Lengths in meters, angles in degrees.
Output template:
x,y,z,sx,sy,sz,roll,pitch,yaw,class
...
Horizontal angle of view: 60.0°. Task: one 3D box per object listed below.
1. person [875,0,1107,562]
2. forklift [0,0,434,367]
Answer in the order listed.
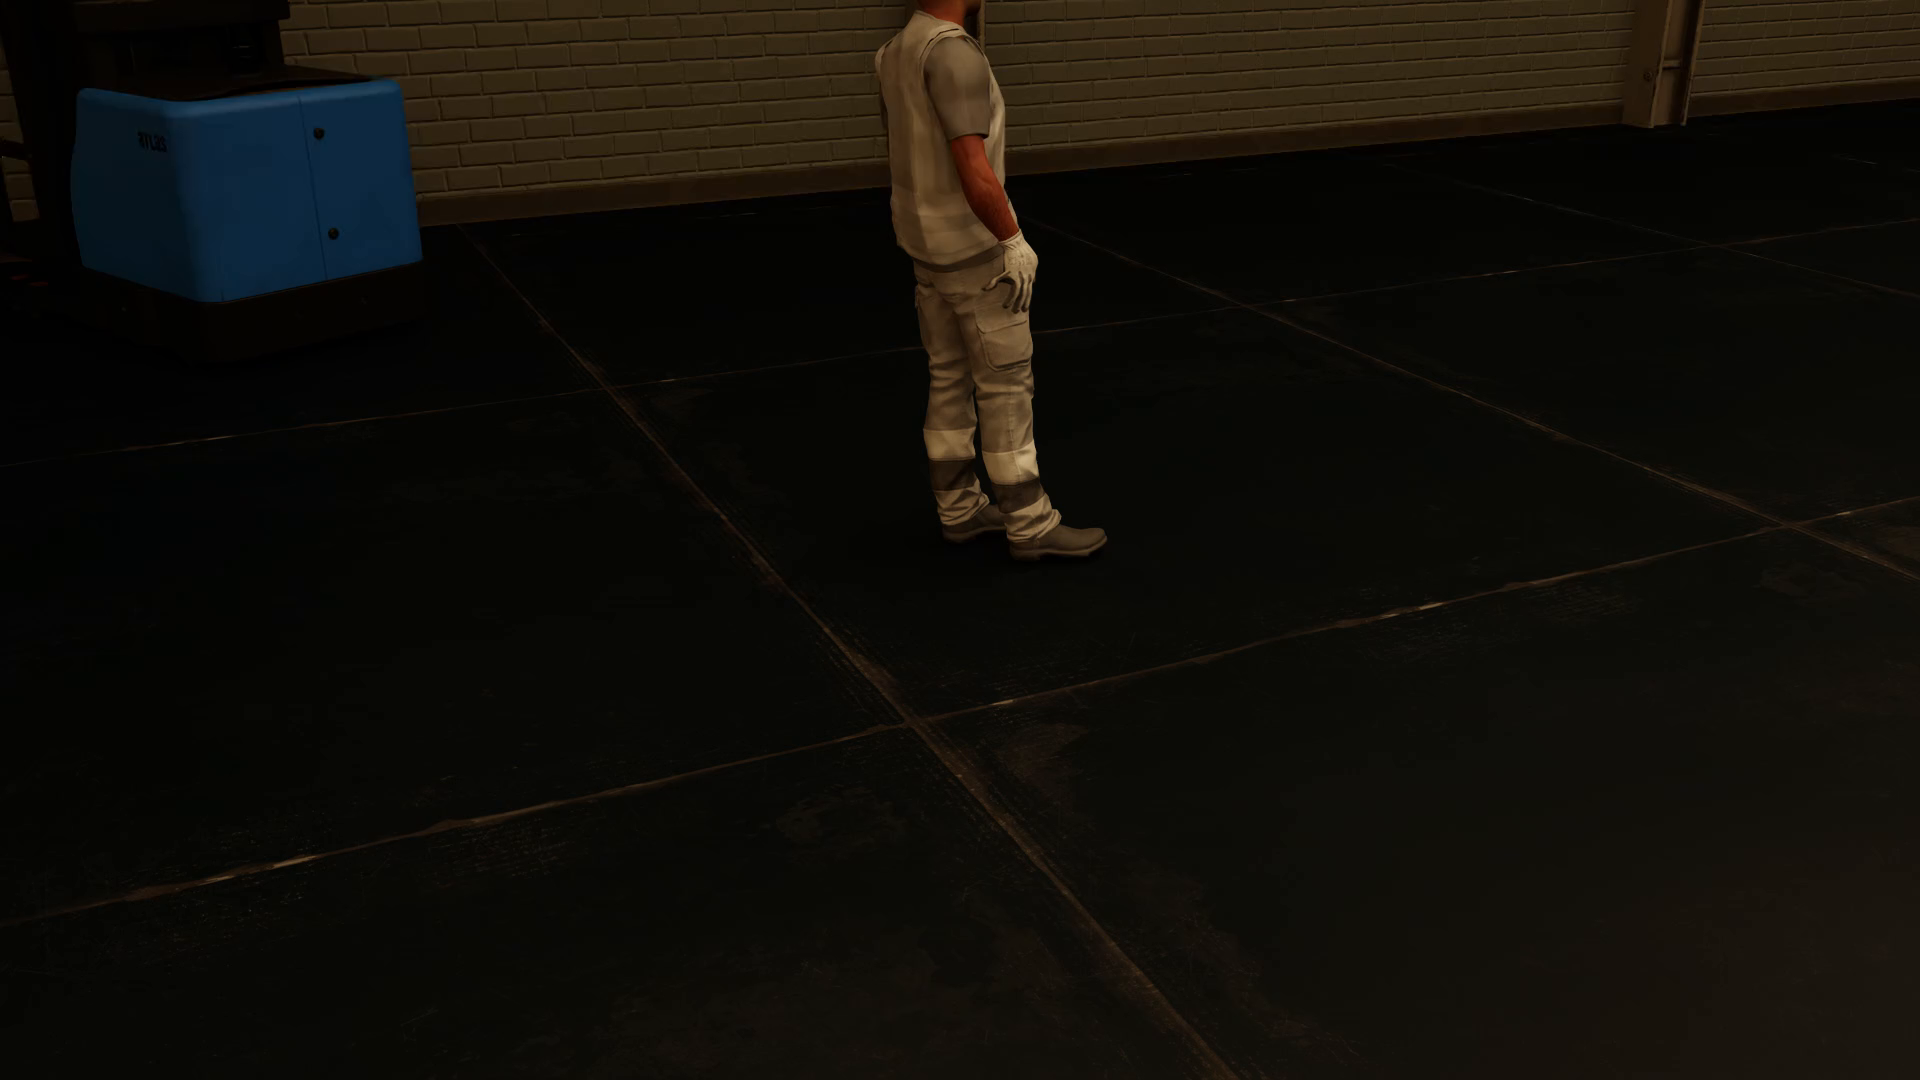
x,y,z,sx,sy,sz,roll,pitch,yaw,class
0.078,-0.842,4.784,0.562,1.789,0.638,-10,25,-23,person
-3.785,-2.498,7.299,3.031,2.935,1.130,17,28,35,forklift
